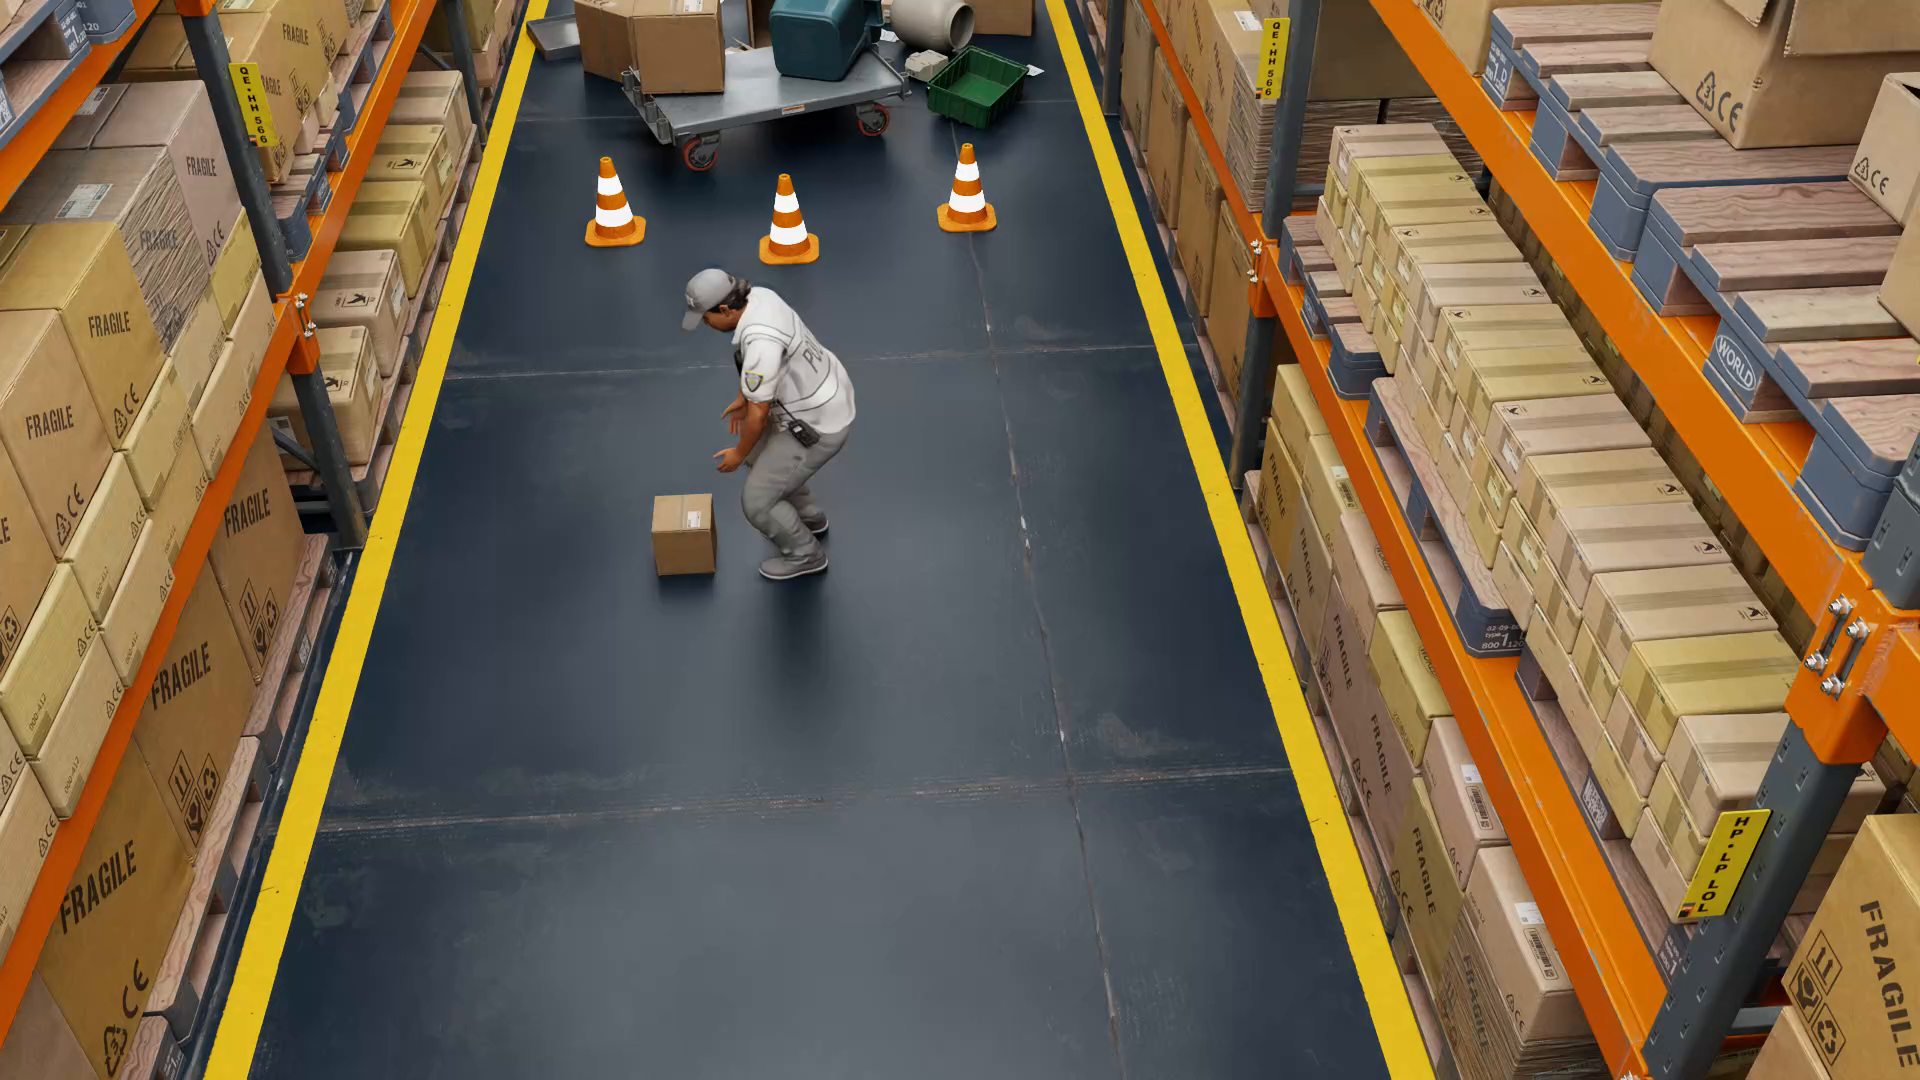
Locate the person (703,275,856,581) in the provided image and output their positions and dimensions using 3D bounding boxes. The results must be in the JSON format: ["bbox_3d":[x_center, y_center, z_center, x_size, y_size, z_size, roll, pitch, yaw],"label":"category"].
[{"bbox_3d":[5.412,-15.396,21.512,16.153,6.009,40.895,-3,39,-3],"label":"person"}]
